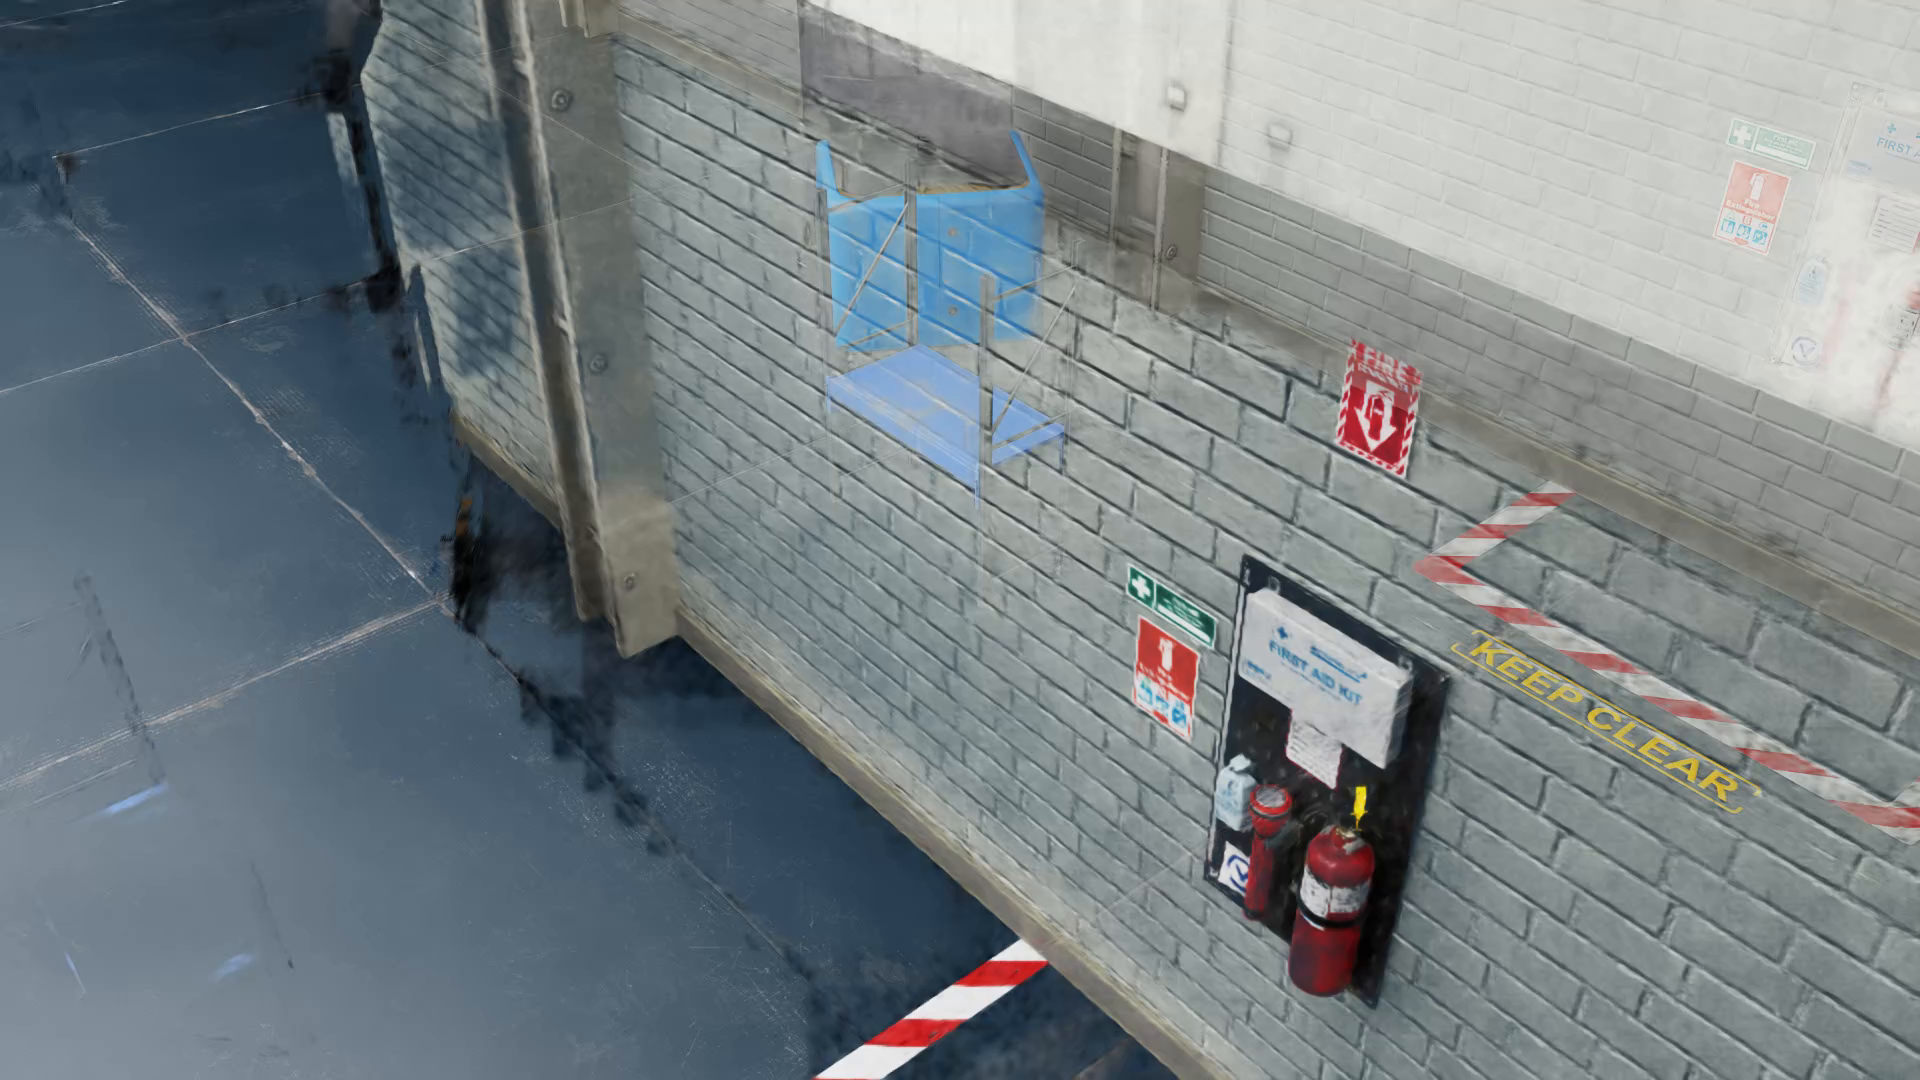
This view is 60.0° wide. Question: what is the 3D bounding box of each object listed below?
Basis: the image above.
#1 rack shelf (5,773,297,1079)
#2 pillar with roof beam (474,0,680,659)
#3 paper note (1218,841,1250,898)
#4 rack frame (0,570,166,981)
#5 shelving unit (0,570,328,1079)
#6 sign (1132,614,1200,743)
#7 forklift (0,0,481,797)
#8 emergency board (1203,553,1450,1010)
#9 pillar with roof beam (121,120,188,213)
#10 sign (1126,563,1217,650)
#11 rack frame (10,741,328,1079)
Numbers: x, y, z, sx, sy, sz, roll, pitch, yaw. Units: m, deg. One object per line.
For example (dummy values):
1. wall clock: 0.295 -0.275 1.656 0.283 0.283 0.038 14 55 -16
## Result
1. rack shelf: -0.055 -0.503 6.974 0.538 0.185 1.000 -26 43 -32
2. pillar with roof beam: -2.253 -3.377 4.232 9.100 9.000 0.400 -26 43 -32
3. paper note: 3.281 -0.735 6.455 0.016 0.148 0.142 -26 43 -32
4. rack frame: -0.383 -0.874 7.187 0.500 1.500 0.032 -26 43 -32
5. shelving unit: -0.055 -0.650 6.870 0.538 1.500 1.048 -26 43 -32
6. sign: 3.064 -1.288 6.442 0.001 0.329 0.234 -26 43 -32
7. forklift: -0.306 -2.734 8.574 1.130 2.935 3.031 -5 36 -7
8. emergency board: 3.342 -0.991 6.053 0.194 1.169 0.643 -26 43 -32
9. pillar with roof beam: -6.125 -6.026 7.973 9.100 9.000 0.400 -26 43 -32
10. sign: 3.060 -1.499 6.281 0.001 0.109 0.331 -26 43 -32
11. rack frame: 0.273 -0.425 6.553 0.500 1.500 0.032 -26 43 -32
